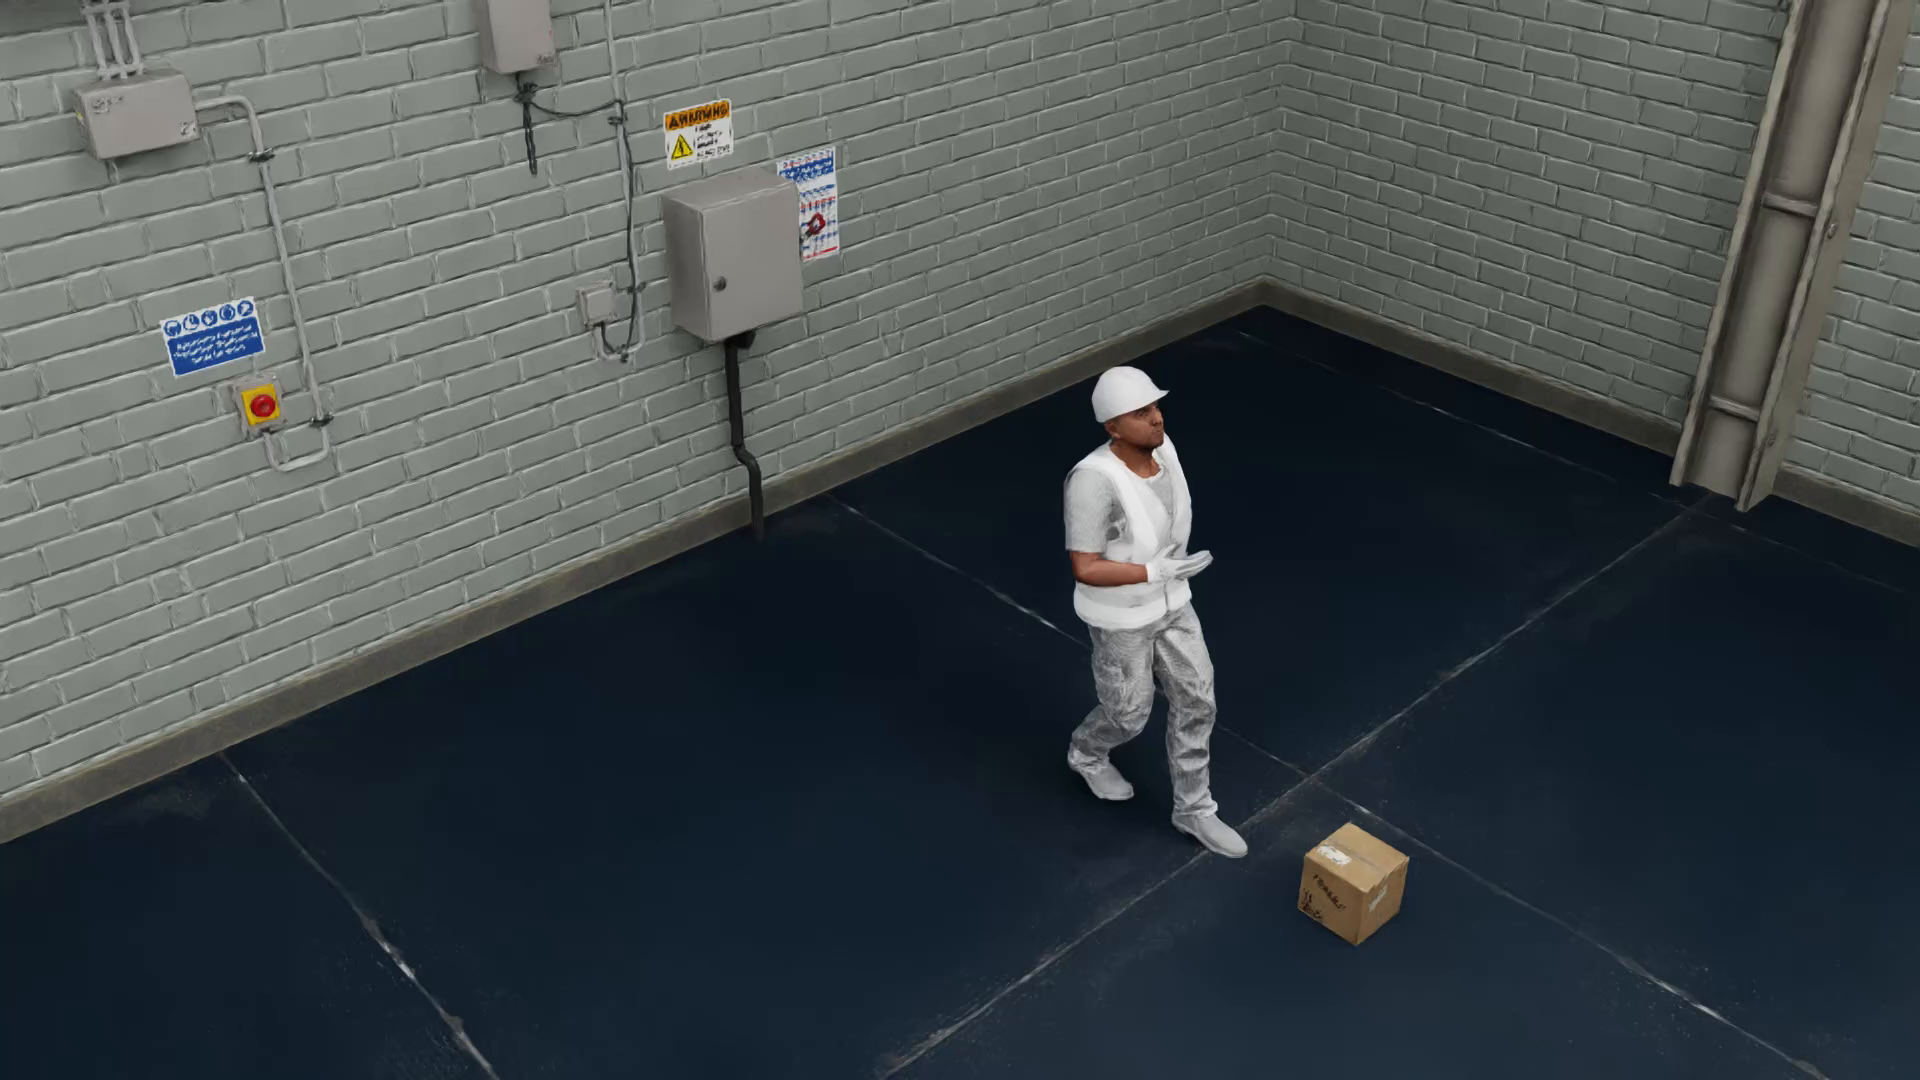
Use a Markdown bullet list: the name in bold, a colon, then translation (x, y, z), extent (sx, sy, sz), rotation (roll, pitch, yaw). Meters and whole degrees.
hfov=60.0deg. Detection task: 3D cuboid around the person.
- **person**: translation (0.656, 0.267, 5.704), extent (0.642, 1.769, 0.835), rotation (-25, 39, -35)
